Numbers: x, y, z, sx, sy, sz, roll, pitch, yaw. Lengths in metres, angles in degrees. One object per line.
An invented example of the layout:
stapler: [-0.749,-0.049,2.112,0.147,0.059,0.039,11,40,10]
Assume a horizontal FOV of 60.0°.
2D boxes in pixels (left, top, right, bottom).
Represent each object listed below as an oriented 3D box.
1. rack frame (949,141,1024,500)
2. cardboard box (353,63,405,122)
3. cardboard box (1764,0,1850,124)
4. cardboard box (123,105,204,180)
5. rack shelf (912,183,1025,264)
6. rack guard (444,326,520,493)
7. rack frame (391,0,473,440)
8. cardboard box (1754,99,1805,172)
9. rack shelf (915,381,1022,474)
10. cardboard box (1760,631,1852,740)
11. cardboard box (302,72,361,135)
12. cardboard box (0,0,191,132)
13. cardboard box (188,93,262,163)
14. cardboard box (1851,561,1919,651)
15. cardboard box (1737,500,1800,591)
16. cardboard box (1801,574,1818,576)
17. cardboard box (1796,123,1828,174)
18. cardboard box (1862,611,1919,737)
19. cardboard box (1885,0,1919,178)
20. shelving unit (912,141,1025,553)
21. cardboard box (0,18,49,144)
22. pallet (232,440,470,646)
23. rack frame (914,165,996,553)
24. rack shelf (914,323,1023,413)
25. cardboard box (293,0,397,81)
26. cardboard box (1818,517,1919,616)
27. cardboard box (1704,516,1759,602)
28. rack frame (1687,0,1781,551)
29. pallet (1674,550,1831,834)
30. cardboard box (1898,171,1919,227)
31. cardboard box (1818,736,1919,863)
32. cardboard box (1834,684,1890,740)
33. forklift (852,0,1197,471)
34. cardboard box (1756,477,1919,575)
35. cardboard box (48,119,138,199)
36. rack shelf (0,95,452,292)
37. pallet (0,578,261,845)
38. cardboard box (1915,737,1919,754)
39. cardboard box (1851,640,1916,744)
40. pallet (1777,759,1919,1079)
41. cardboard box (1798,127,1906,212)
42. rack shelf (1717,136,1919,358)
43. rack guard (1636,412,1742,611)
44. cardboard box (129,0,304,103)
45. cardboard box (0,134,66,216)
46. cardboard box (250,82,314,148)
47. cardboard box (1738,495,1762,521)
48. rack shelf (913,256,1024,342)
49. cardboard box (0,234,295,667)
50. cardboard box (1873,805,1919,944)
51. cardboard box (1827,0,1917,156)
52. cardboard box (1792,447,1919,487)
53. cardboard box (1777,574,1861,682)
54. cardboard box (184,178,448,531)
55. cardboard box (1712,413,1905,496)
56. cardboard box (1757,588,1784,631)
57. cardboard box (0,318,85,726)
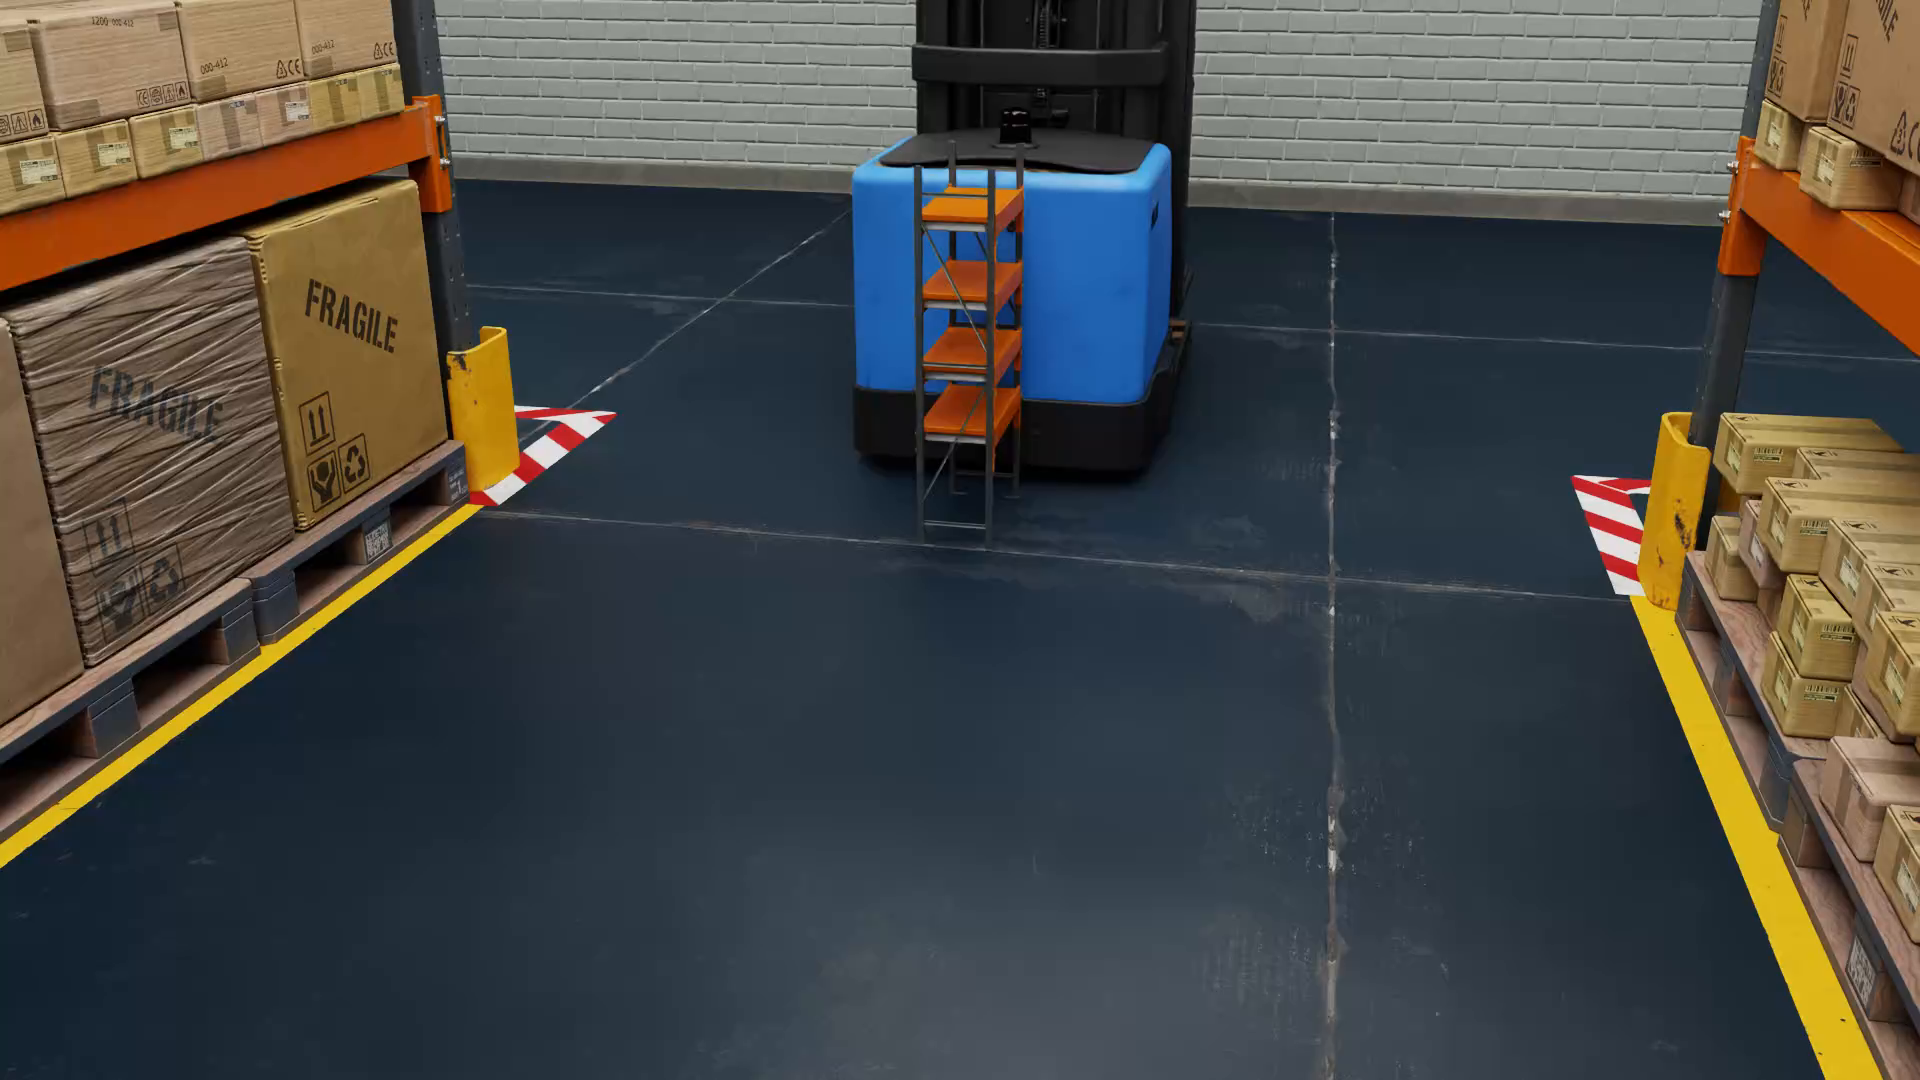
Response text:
rack frame: [0.084,-0.706,5.501,0.240,1.200,0.015,4,22,11]
cardboard box: [-1.942,-1.378,5.095,0.380,0.149,0.250,5,22,12]
cardboard box: [2.281,-1.276,3.974,0.500,0.500,0.500,6,23,13]
cardboard box: [-2.149,-1.004,4.167,0.380,0.149,0.250,4,22,10]
rack shelf: [0.034,-0.982,5.133,0.258,0.148,0.480,4,22,11]
rack guard: [-2.187,-0.499,5.923,1.175,0.500,0.348,4,22,11]
rack frame: [-2.192,-1.649,5.434,1.000,3.000,0.127,4,22,11]
cardboard box: [2.256,-1.024,4.218,0.380,0.149,0.250,4,22,10]
rack shelf: [0.034,-0.371,5.379,0.258,0.148,0.480,4,22,11]
cardboard box: [2.046,0.339,3.751,0.380,0.149,0.250,5,22,12]
cardboard box: [-1.994,-1.282,4.859,0.380,0.149,0.250,5,22,11]
cardboard box: [-2.239,-1.149,3.993,0.500,0.250,0.500,4,22,9]
cardboard box: [-2.098,-1.099,4.403,0.380,0.149,0.250,5,22,12]
cardboard box: [2.053,0.173,3.366,0.380,0.149,0.250,5,23,13]
cardboard box: [2.173,0.023,4.137,0.380,0.149,0.250,4,22,11]
cardboard box: [2.210,0.119,3.898,0.380,0.149,0.250,5,22,12]
cardboard box: [2.244,-0.928,3.979,0.380,0.149,0.250,5,23,13]
cardboard box: [1.954,0.266,3.136,0.380,0.149,0.250,5,22,12]
cardboard box: [2.084,-0.900,3.040,0.500,0.500,0.500,5,22,12]
shelving unit: [0.034,-0.617,5.280,0.258,1.200,0.503,4,22,11]
cardboard box: [-2.341,-0.958,3.520,0.500,0.250,0.500,4,22,11]
pallet: [-2.279,-0.058,5.214,1.003,0.211,1.213,4,22,11]
rack frame: [-0.016,-0.528,5.058,0.240,1.200,0.015,4,22,11]
rack shelf: [0.034,-0.555,5.305,0.258,0.148,0.480,4,22,11]
cardboard box: [-2.031,-1.520,4.916,0.500,0.250,0.500,4,22,10]
cardboard box: [2.118,0.072,3.616,0.380,0.149,0.250,3,22,8]
cardboard box: [2.223,0.060,4.442,0.380,0.149,0.250,5,22,12]
rack frame: [2.643,-1.234,4.403,1.000,3.000,0.127,4,22,11]
pallet: [2.427,0.381,4.124,1.003,0.211,1.213,4,22,11]
cardboard box: [2.218,-0.729,3.484,0.380,0.149,0.250,6,23,13]
cardboard box: [1.951,0.524,3.291,0.380,0.149,0.250,3,22,8]
cardboard box: [2.087,0.439,3.501,0.380,0.149,0.250,5,22,11]
forklift: [0.419,-2.116,6.684,1.130,2.935,3.031,4,22,11]
cardboard box: [2.088,-0.025,3.857,0.380,0.149,0.250,4,22,11]
cardboard box: [-2.202,-0.909,3.932,0.380,0.149,0.250,5,22,11]
rack shelf: [-2.600,-0.584,3.752,1.077,0.370,4.000,4,22,11]
pallet: [-2.530,0.387,4.109,1.003,0.211,1.213,4,22,11]
cardboard box: [2.076,0.412,3.172,0.380,0.149,0.250,6,23,14]
cardboard box: [2.090,0.309,3.426,0.380,0.149,0.250,3,22,8]
pallet: [2.176,0.826,3.020,1.003,0.211,1.213,4,22,11]
cardboard box: [2.137,-0.834,3.745,0.380,0.149,0.250,4,22,9]
rack shelf: [2.235,-0.169,2.722,1.077,0.370,4.000,4,22,11]
rack guard: [2.627,-0.047,4.801,1.175,0.500,0.348,4,22,11]
cardboard box: [-2.135,-1.335,4.456,0.500,0.250,0.500,4,22,10]
cardboard box: [-2.255,-0.819,3.707,0.380,0.149,0.250,5,22,12]
cardboard box: [-2.046,-1.190,4.630,0.380,0.149,0.250,5,22,11]
cardboard box: [2.285,-0.073,4.375,0.380,0.149,0.250,5,23,13]
rack shelf: [0.034,-0.762,5.221,0.258,0.148,0.480,4,22,11]
cardboard box: [-2.430,-0.286,4.330,0.875,0.875,0.875,4,22,11]
cardboard box: [1.920,0.627,3.035,0.380,0.149,0.250,4,22,11]
cardboard box: [2.196,-1.078,3.483,0.500,0.500,0.500,5,22,11]
cardboard box: [2.265,-0.107,4.062,0.380,0.149,0.250,5,22,12]
cardboard box: [2.052,0.205,3.685,0.380,0.149,0.250,5,23,13]
cardboard box: [-2.244,-0.618,5.156,0.875,0.875,0.875,4,22,11]
cardboard box: [2.203,-0.217,4.335,0.380,0.149,0.250,3,22,8]
cardboard box: [2.249,0.162,4.189,0.380,0.149,0.250,4,22,11]
cardboard box: [-2.612,0.040,3.521,0.875,0.875,0.875,4,22,11]
